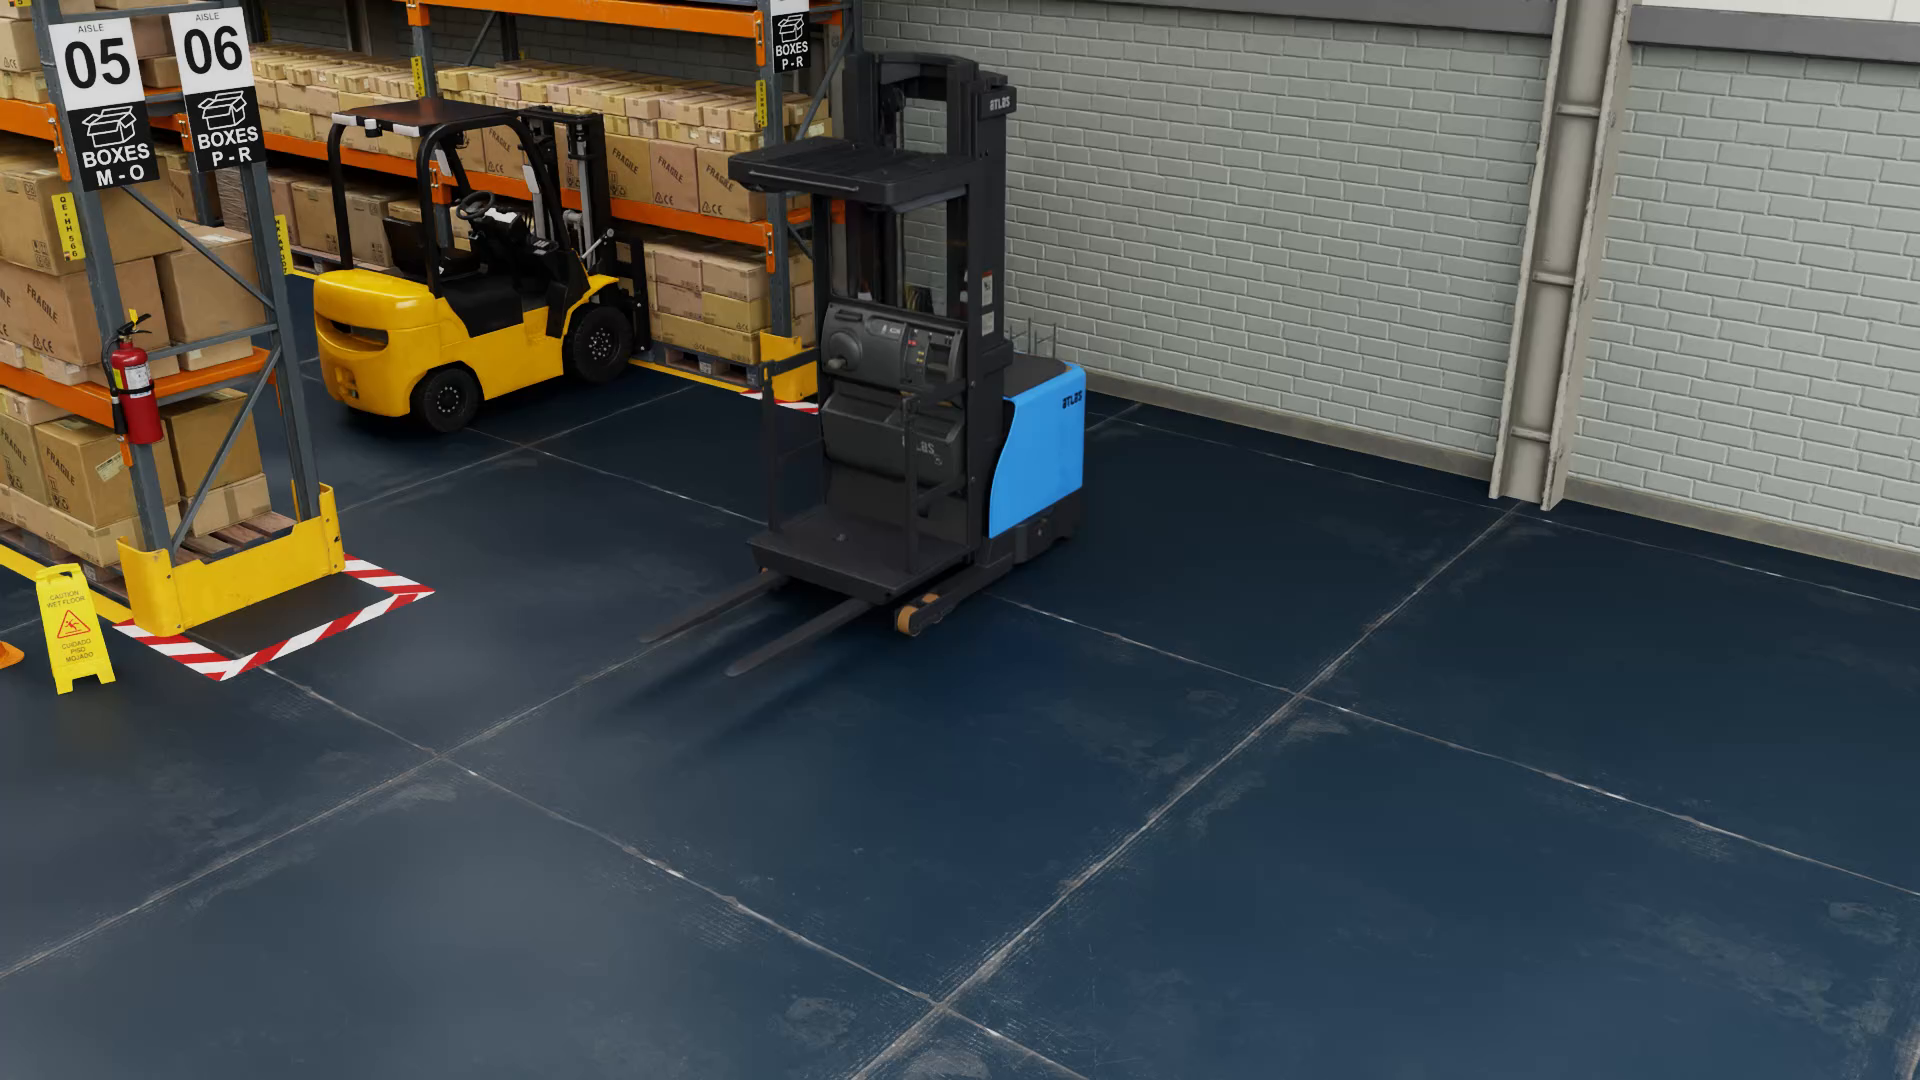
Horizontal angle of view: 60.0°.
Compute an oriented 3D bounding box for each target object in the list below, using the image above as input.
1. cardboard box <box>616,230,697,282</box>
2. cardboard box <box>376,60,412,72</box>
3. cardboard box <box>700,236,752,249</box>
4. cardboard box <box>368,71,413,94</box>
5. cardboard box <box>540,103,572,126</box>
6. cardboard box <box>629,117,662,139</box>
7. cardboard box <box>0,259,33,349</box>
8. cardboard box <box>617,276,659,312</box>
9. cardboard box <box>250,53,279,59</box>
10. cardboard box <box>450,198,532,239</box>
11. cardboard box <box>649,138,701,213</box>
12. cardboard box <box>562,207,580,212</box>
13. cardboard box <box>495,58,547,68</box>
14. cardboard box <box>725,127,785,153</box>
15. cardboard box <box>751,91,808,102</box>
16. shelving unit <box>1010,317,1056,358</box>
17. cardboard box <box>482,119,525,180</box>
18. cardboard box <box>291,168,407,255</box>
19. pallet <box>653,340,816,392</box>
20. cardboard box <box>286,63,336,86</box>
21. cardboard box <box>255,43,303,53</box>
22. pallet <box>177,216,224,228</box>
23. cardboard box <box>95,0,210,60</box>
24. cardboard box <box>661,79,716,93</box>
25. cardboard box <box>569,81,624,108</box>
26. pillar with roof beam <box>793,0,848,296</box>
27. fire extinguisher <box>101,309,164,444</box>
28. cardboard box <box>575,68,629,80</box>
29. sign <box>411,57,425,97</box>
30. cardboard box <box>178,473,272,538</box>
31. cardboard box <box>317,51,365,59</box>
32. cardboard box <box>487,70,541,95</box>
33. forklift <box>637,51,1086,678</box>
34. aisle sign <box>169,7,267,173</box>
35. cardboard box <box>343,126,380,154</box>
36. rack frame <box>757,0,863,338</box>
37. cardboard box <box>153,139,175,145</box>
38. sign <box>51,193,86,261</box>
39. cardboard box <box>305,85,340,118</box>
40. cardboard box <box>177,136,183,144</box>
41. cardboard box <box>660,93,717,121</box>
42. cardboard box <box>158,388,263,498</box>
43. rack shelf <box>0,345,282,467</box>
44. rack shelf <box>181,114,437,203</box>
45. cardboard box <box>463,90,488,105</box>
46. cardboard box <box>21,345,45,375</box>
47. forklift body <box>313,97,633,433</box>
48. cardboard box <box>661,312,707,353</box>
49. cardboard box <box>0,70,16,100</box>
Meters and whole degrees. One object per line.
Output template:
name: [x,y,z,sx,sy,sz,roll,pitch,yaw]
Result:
cardboard box: [-2.454,-2.289,13.375,0.500,0.250,0.500,17,29,34]
cardboard box: [-5.213,-4.377,15.535,0.250,0.149,0.380,17,29,33]
cardboard box: [-1.749,-2.335,13.479,0.500,0.250,0.500,17,29,33]
cardboard box: [-5.065,-4.100,14.908,0.250,0.149,0.380,17,29,33]
cardboard box: [-3.173,-3.476,13.490,0.250,0.149,0.380,16,28,32]
cardboard box: [-2.348,-3.231,12.933,0.250,0.149,0.380,16,28,32]
cardboard box: [-5.048,-1.391,9.194,0.500,0.500,0.500,17,29,33]
cardboard box: [-2.474,-2.069,13.495,0.500,0.250,0.500,16,28,32]
cardboard box: [-6.747,-4.575,15.984,0.250,0.149,0.380,17,29,34]
cardboard box: [-4.078,-2.787,14.505,0.500,0.250,0.500,16,29,33]
cardboard box: [-2.037,-2.855,12.886,0.500,0.500,0.500,18,29,35]
cardboard box: [-3.353,-2.831,14.605,0.500,0.250,0.500,16,29,33]
cardboard box: [-3.840,-4.113,14.567,0.250,0.149,0.380,17,29,33]
cardboard box: [-1.522,-2.983,12.371,0.250,0.149,0.380,17,29,34]
cardboard box: [-1.392,-3.360,12.859,0.250,0.149,0.380,18,29,35]
shelving unit: [0.453,-0.792,10.560,0.189,1.200,0.258,16,28,31]
cardboard box: [-3.652,-3.348,14.004,0.500,0.500,0.500,17,29,34]
cardboard box: [-5.920,-3.213,16.247,0.625,0.625,0.875,15,28,31]
pallet: [-1.713,-1.542,13.488,1.213,0.211,1.003,17,29,33]
cardboard box: [-5.982,-4.306,15.375,0.250,0.149,0.380,16,28,32]
cardboard box: [-6.820,-4.883,16.685,0.250,0.149,0.380,18,29,35]
pallet: [-8.052,-3.498,17.927,1.213,0.211,1.003,17,29,33]
cardboard box: [-4.293,-2.692,8.737,0.500,0.250,0.500,16,29,32]
cardboard box: [-2.192,-3.625,13.459,0.250,0.149,0.380,16,28,32]
cardboard box: [-2.911,-3.580,13.356,0.250,0.149,0.380,17,29,33]
pillar with roof beam: [-3.675,-4.462,9.217,0.400,9.000,9.100,17,29,33]
fire extinguisher: [-4.235,-0.833,8.516,0.183,0.674,0.296,17,29,33]
cardboard box: [-3.011,-3.870,14.015,0.250,0.149,0.380,16,29,32]
sign: [-4.595,-3.930,14.112,0.005,0.325,0.100,17,29,33]
cardboard box: [-4.530,-0.263,10.015,0.500,0.250,0.500,17,29,33]
cardboard box: [-5.999,-4.643,16.138,0.250,0.149,0.380,16,29,32]
cardboard box: [-3.727,-3.827,13.919,0.250,0.149,0.380,16,29,32]
forklift: [-0.502,-1.037,8.969,1.130,2.935,3.031,16,29,33]
aisle sign: [-3.815,-2.319,8.569,0.004,0.787,0.394,17,29,33]
cardboard box: [-5.243,-3.703,15.119,0.500,0.250,0.500,17,29,33]
rack frame: [-1.076,-2.647,12.537,0.127,3.000,1.000,17,29,33]
cardboard box: [-8.630,-4.177,17.784,0.250,0.149,0.380,18,29,35]
sign: [-4.399,-1.545,8.208,0.005,0.325,0.100,17,29,33]
cardboard box: [-5.645,-4.058,15.306,0.500,0.250,0.500,17,29,34]
cardboard box: [-8.314,-4.356,18.191,0.250,0.149,0.380,15,28,31]
cardboard box: [-2.085,-3.333,12.796,0.250,0.149,0.380,17,29,34]
cardboard box: [-4.549,-0.611,9.877,0.500,0.500,0.500,16,28,32]
rack shelf: [-5.651,-1.199,10.143,4.000,0.370,1.077,17,29,33]
rack shelf: [-5.877,-3.769,15.975,4.000,0.370,1.077,17,29,33]
cardboard box: [-3.971,-3.733,14.073,0.250,0.149,0.380,18,29,34]
cardboard box: [-4.939,-1.045,9.214,0.250,0.149,0.380,16,29,32]
forklift body: [-3.688,-2.128,12.413,1.214,2.155,2.313,17,29,33]
cardboard box: [-2.034,-1.716,13.313,0.500,0.250,0.500,17,29,33]
cardboard box: [-4.722,-2.348,8.450,0.250,0.149,0.380,17,29,34]
